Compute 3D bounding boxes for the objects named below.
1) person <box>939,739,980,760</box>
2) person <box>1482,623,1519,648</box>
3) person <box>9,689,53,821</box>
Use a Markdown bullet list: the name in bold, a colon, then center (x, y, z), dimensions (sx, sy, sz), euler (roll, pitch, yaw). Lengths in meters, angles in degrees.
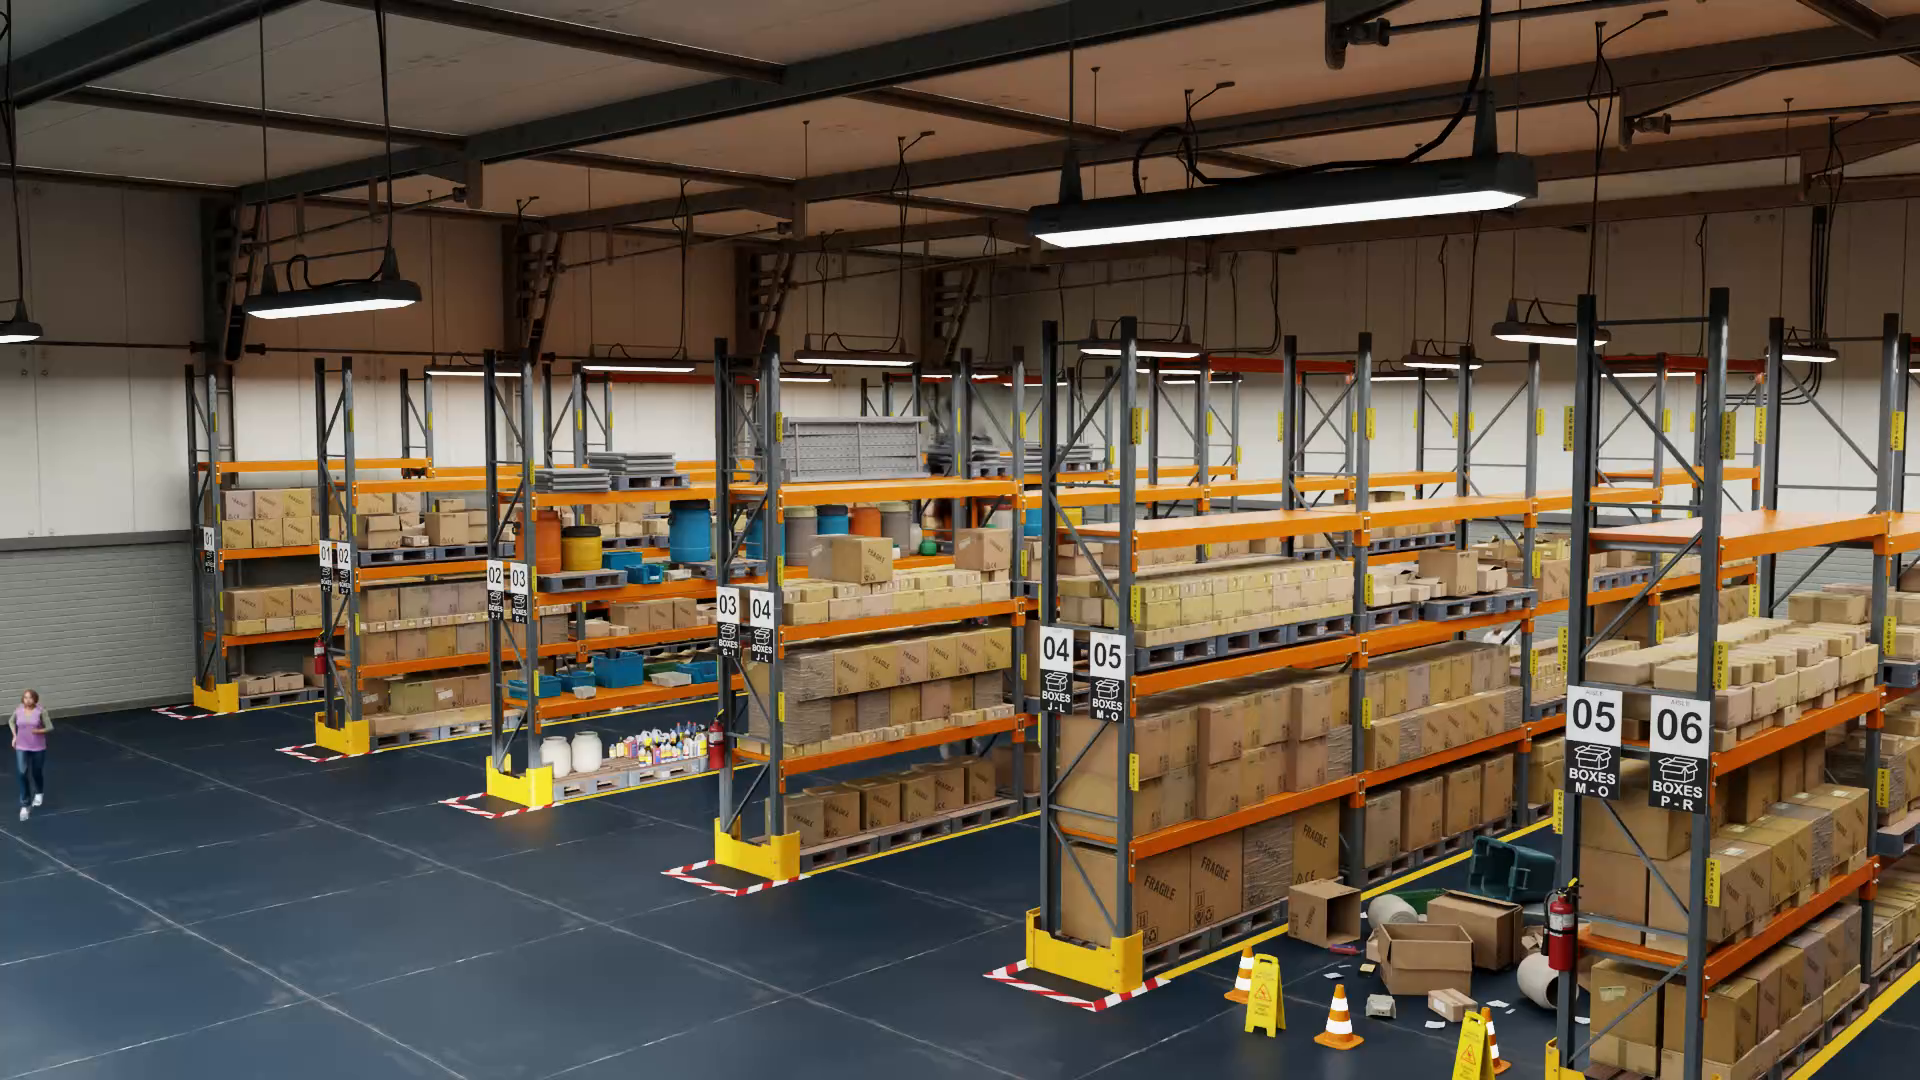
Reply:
- **person**: center (-0.059, 2.510, 23.863), dimensions (0.715, 1.653, 0.825), euler (3, 5, 36)
- **person**: center (9.114, 2.141, 28.153), dimensions (0.680, 1.747, 0.623), euler (3, 5, 37)
- **person**: center (-11.959, 2.720, 21.422), dimensions (0.527, 1.639, 0.770), euler (-2, 5, -23)
